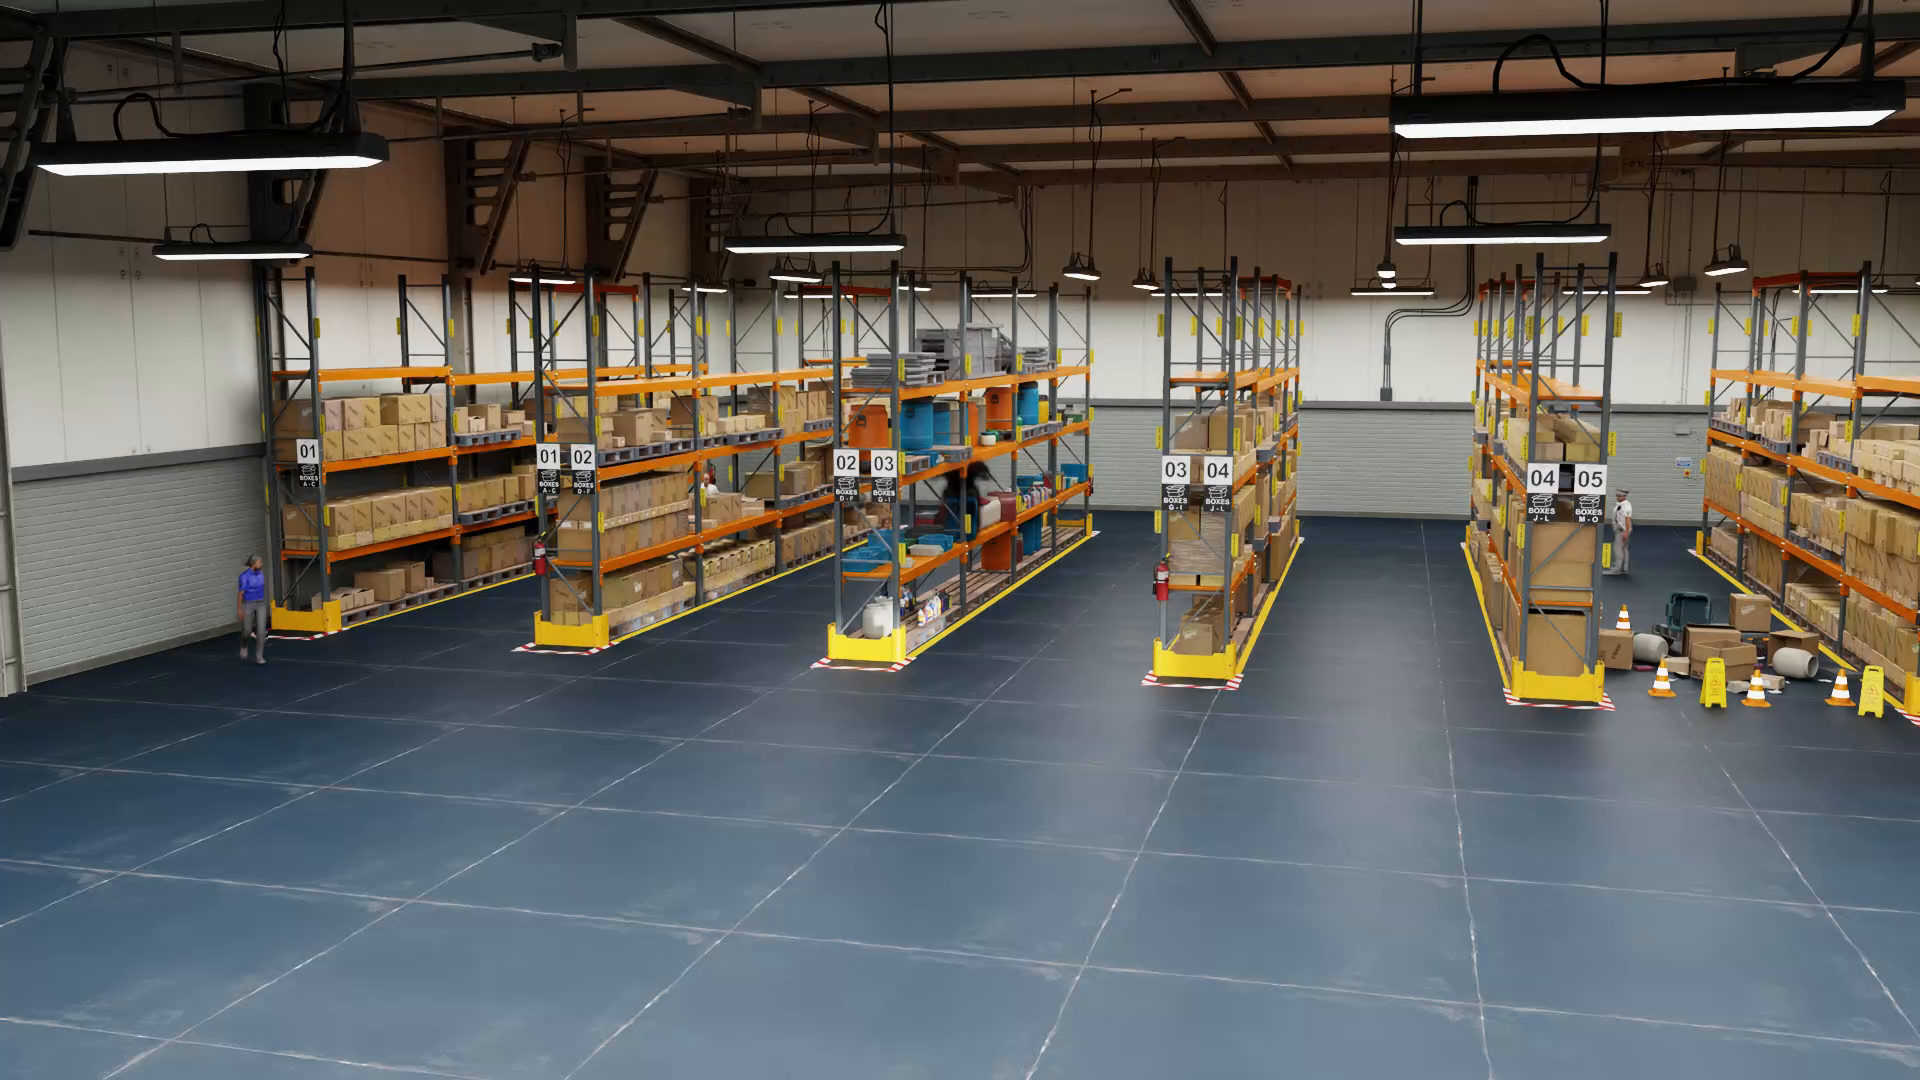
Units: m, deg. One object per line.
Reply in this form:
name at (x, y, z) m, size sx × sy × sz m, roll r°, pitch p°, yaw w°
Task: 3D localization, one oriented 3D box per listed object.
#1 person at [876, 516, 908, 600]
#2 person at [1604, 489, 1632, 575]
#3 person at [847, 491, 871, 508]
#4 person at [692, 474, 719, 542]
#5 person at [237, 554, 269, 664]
person at (-1.296, 0.330, 30.618) m, size 0.438 × 1.569 × 0.637 m, roll 6°, pitch 9°, yaw 38°
person at (13.508, -0.180, 34.058) m, size 0.495 × 1.767 × 0.585 m, roll 3°, pitch 8°, yaw 25°
person at (-2.610, -1.421, 43.936) m, size 0.598 × 1.698 × 0.719 m, roll -6°, pitch 9°, yaw -40°
person at (-5.747, -0.636, 37.529) m, size 0.667 × 1.724 × 1.113 m, roll 2°, pitch 7°, yaw 12°
person at (-10.626, 1.031, 24.939) m, size 0.485 × 1.627 × 0.521 m, roll -6°, pitch 9°, yaw -38°
